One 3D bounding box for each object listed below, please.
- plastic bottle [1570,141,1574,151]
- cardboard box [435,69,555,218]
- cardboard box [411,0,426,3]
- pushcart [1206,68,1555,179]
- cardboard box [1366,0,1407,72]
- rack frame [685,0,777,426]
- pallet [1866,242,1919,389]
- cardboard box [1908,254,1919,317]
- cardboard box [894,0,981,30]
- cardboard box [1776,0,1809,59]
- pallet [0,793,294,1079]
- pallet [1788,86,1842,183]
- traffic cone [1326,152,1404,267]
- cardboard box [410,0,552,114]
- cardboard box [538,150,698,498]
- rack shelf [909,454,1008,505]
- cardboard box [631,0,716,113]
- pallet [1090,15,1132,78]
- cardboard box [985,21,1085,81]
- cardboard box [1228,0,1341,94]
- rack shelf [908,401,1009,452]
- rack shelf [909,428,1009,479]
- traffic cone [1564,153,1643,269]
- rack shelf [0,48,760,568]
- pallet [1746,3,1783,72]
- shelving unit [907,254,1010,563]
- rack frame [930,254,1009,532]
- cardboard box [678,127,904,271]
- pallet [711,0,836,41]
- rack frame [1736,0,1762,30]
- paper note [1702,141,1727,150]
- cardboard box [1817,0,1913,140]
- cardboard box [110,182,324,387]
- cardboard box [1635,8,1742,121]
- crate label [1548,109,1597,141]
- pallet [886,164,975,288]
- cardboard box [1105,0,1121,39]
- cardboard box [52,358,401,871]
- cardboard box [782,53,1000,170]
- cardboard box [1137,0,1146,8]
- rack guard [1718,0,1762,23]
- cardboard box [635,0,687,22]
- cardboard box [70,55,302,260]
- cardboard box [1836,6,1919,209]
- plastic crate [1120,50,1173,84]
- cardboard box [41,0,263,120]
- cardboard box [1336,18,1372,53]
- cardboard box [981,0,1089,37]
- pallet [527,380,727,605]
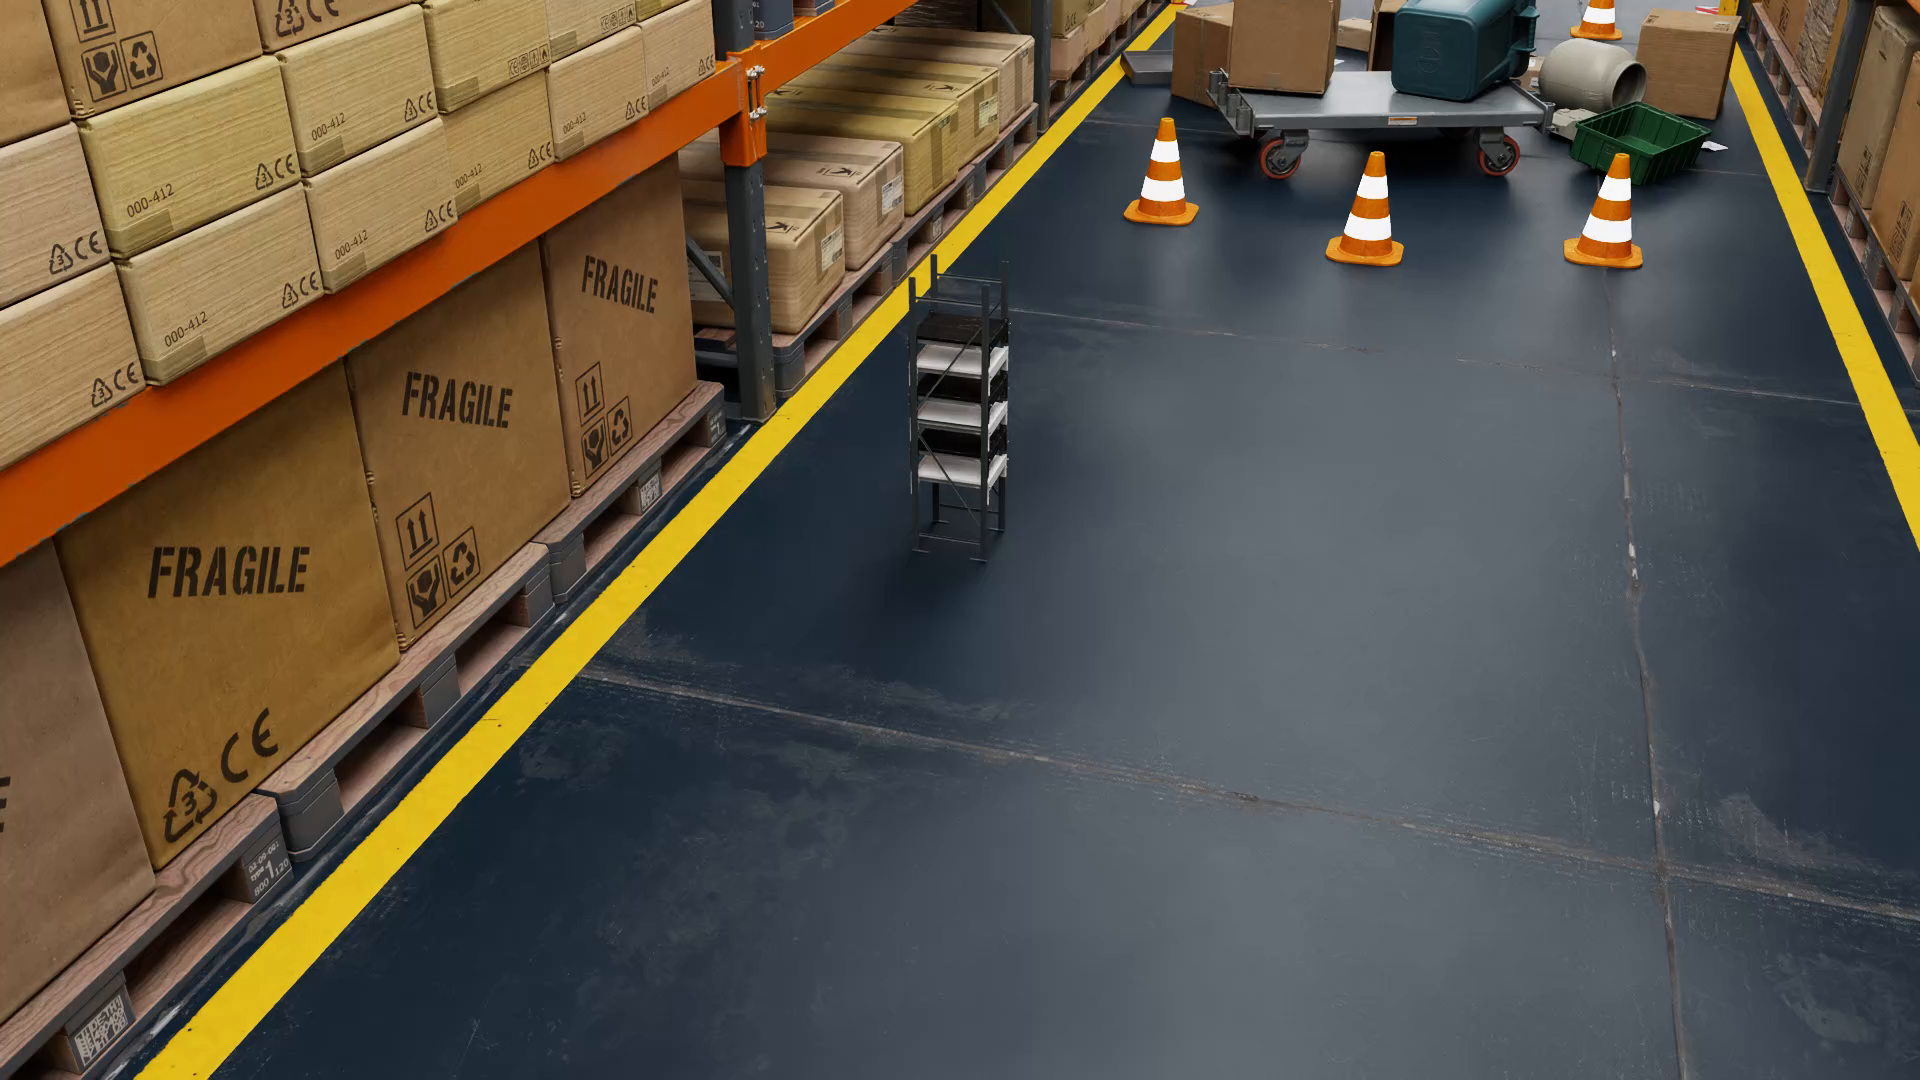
[{"bbox_3d":[3.408,-2.081,8.927,0.133,0.061,0.283,-6,30,-11],"label":"plastic bottle"},{"bbox_3d":[-1.365,-1.013,4.139,0.500,0.250,0.500,8,30,14],"label":"cardboard box"},{"bbox_3d":[-1.363,-1.555,3.829,0.500,0.500,0.500,9,30,15],"label":"cardboard box"},{"bbox_3d":[2.202,-2.232,8.875,1.648,0.377,0.936,-1,29,-3],"label":"pushcart"},{"bbox_3d":[2.820,-2.894,9.796,0.797,0.637,0.503,8,30,15],"label":"cardboard box"},{"bbox_3d":[-1.166,-1.822,5.439,1.000,3.000,0.127,8,30,15],"label":"rack frame"},{"bbox_3d":[4.259,-0.864,6.587,1.003,0.211,1.213,8,30,15],"label":"pallet"},{"bbox_3d":[4.114,-1.040,5.915,1.050,0.750,0.750,9,30,16],"label":"cardboard box"},{"bbox_3d":[-0.075,-3.303,9.728,0.500,0.500,0.500,8,30,14],"label":"cardboard box"},{"bbox_3d":[5.552,-3.401,10.032,0.875,0.875,0.875,8,30,14],"label":"cardboard box"},{"bbox_3d":[-2.186,0.887,3.439,1.003,0.211,1.213,8,30,15],"label":"pallet"},{"bbox_3d":[5.068,-2.145,8.888,1.003,0.211,1.213,8,30,15],"label":"pallet"},{"bbox_3d":[1.853,-1.518,7.503,0.336,0.463,0.334,8,30,15],"label":"traffic cone"},{"bbox_3d":[-1.343,-1.234,4.022,0.500,0.250,0.500,8,30,14],"label":"cardboard box"},{"bbox_3d":[-1.448,-0.767,5.298,0.875,0.875,0.875,8,30,14],"label":"cardboard box"},{"bbox_3d":[-0.002,-0.203,5.128,0.258,0.077,0.200,8,30,15],"label":"rack shelf"},{"bbox_3d":[-1.066,-1.484,4.986,0.500,0.250,0.500,7,30,13],"label":"cardboard box"},{"bbox_3d":[0.528,-3.348,11.051,1.003,0.211,1.213,8,30,15],"label":"pallet"},{"bbox_3d":[0.439,-2.898,9.770,0.500,0.250,0.500,7,30,13],"label":"cardboard box"},{"bbox_3d":[1.718,-2.679,8.773,0.500,0.500,0.500,8,30,15],"label":"cardboard box"},{"bbox_3d":[-0.002,-0.360,5.041,0.258,0.077,0.200,8,30,15],"label":"rack shelf"},{"bbox_3d":[-0.002,-0.282,5.084,0.258,0.077,0.200,8,30,15],"label":"rack shelf"},{"bbox_3d":[2.932,-1.505,7.479,0.336,0.463,0.334,8,30,15],"label":"traffic cone"},{"bbox_3d":[-1.753,-0.578,3.943,1.077,0.370,4.000,8,30,15],"label":"rack shelf"},{"bbox_3d":[5.784,-3.279,10.927,1.003,0.211,1.213,8,30,15],"label":"pallet"},{"bbox_3d":[-0.002,-0.389,5.024,0.258,0.900,0.210,8,30,15],"label":"shelving unit"},{"bbox_3d":[0.027,-0.437,5.109,0.240,0.900,0.006,8,30,15],"label":"rack frame"},{"bbox_3d":[-0.782,-1.462,7.064,0.950,0.372,0.625,8,30,14],"label":"cardboard box"},{"bbox_3d":[-1.059,-2.084,6.108,1.213,0.211,1.003,8,30,15],"label":"pallet"},{"bbox_3d":[5.944,-4.880,10.937,1.000,3.000,0.127,8,30,15],"label":"rack frame"},{"bbox_3d":[4.101,-2.166,9.111,0.147,0.020,0.142,-12,31,-20],"label":"paper note"},{"bbox_3d":[5.021,-2.558,8.517,0.875,0.875,0.875,9,30,16],"label":"cardboard box"},{"bbox_3d":[-1.643,-0.541,3.290,0.500,0.250,0.500,8,30,14],"label":"cardboard box"},{"bbox_3d":[4.244,-2.798,9.762,0.500,0.500,0.500,14,32,23],"label":"cardboard box"},{"bbox_3d":[3.434,-2.309,9.261,0.298,0.136,0.250,-12,31,-20],"label":"crate label"},{"bbox_3d":[-0.575,-1.531,7.785,1.003,0.211,1.213,8,30,15],"label":"pallet"},{"bbox_3d":[0.738,-3.395,10.663,0.500,0.250,0.500,8,30,14],"label":"cardboard box"},{"bbox_3d":[-1.977,0.062,3.807,0.875,0.875,0.875,9,30,16],"label":"cardboard box"},{"bbox_3d":[-0.351,-2.137,8.277,0.950,0.372,0.625,10,31,18],"label":"cardboard box"},{"bbox_3d":[1.042,-3.868,11.513,0.500,0.250,0.500,9,30,15],"label":"cardboard box"},{"bbox_3d":[5.951,-3.799,11.564,1.175,0.500,0.348,8,30,15],"label":"rack guard"},{"bbox_3d":[-1.065,-1.713,4.884,0.500,0.250,0.500,8,30,15],"label":"cardboard box"},{"bbox_3d":[-1.642,-0.757,3.165,0.500,0.250,0.500,9,30,16],"label":"cardboard box"},{"bbox_3d":[4.673,-1.920,7.498,1.050,0.750,0.750,8,30,15],"label":"cardboard box"},{"bbox_3d":[1.253,-3.017,10.591,0.402,0.080,0.583,-1,29,-3],"label":"plastic crate"},{"bbox_3d":[-1.664,-1.080,2.974,0.500,0.500,0.500,8,30,14],"label":"cardboard box"},{"bbox_3d":[2.729,-3.397,11.203,0.250,0.149,0.380,-24,37,-37],"label":"cardboard box"},{"bbox_3d":[0.439,-3.226,9.588,0.500,0.500,0.500,10,31,17],"label":"cardboard box"},{"bbox_3d":[-1.470,-0.247,5.478,1.003,0.211,1.213,8,30,15],"label":"pallet"}]
